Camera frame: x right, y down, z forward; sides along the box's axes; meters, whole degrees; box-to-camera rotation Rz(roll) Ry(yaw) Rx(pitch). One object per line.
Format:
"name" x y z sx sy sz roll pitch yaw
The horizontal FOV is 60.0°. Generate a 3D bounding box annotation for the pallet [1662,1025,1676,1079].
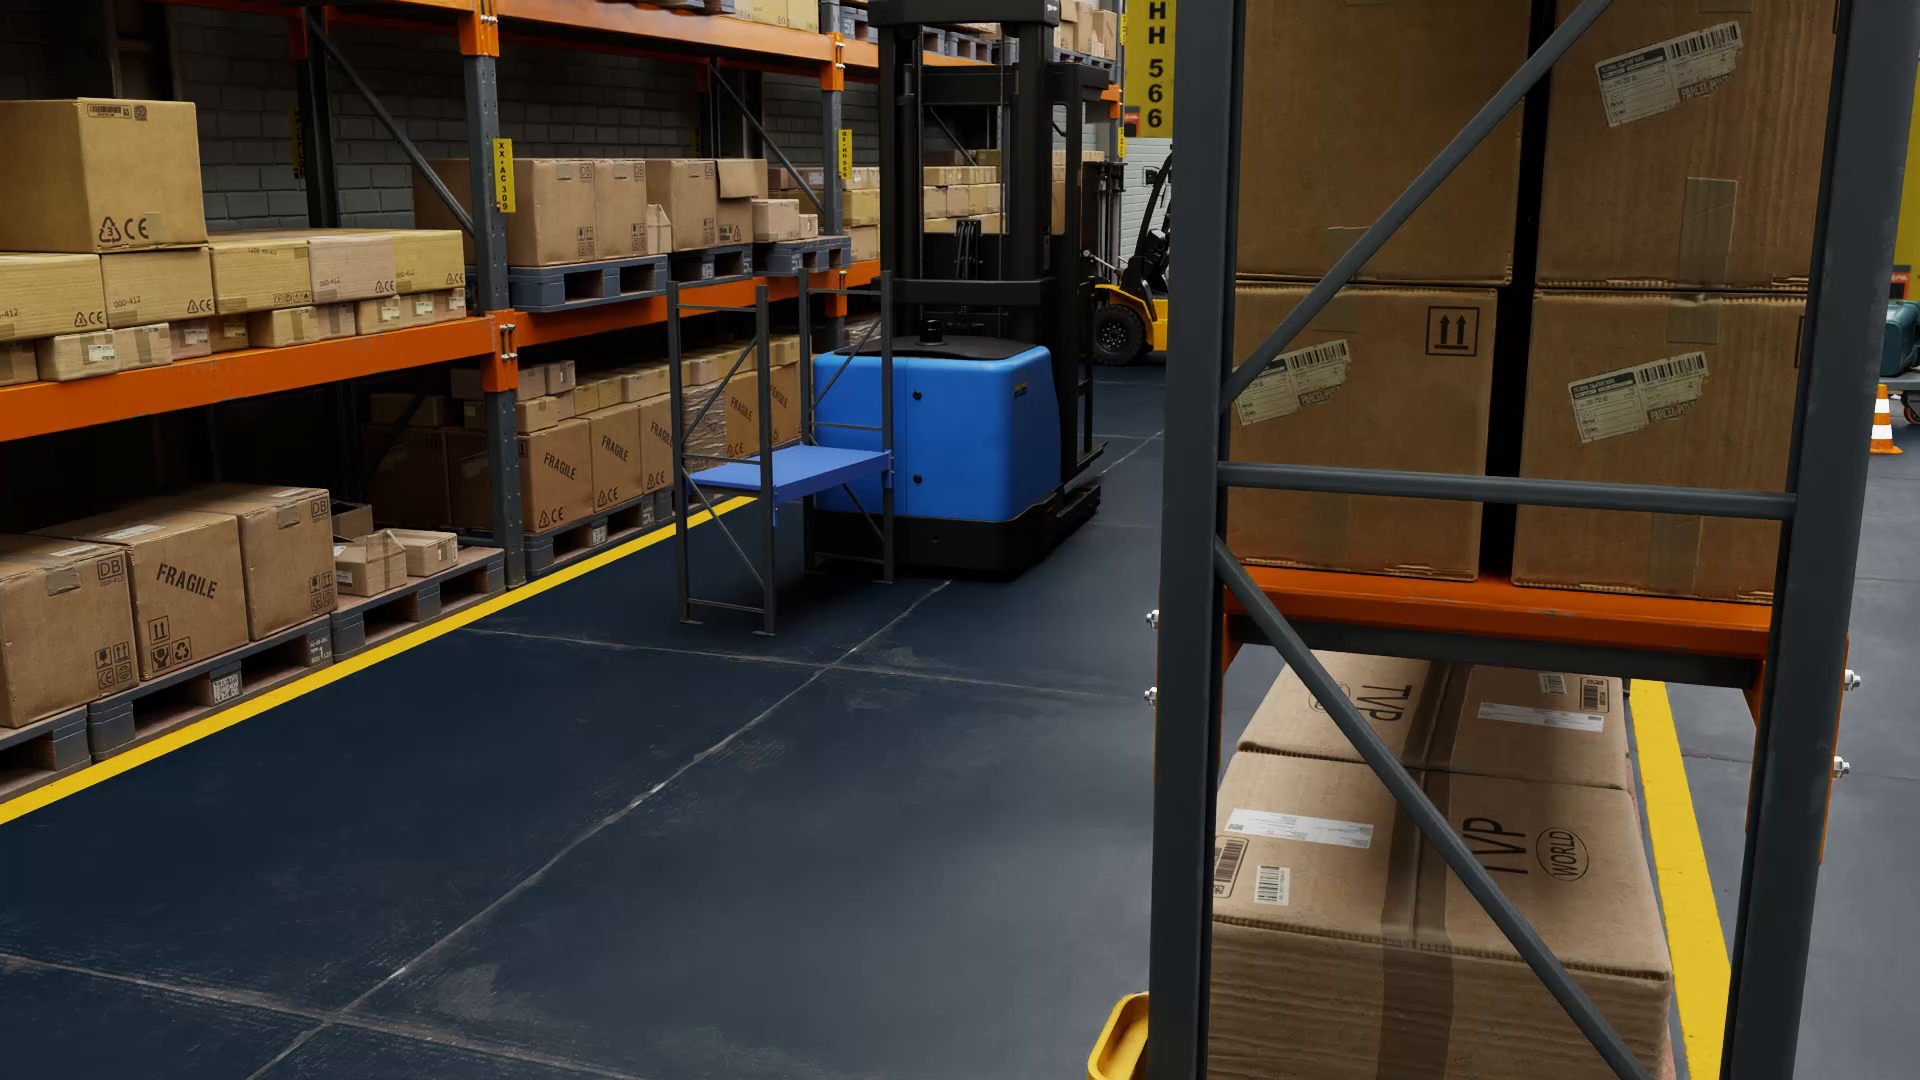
"pallet" 1.001 1.115 3.627 1.003 0.211 1.213 4 14 18

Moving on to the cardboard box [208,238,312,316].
"cardboard box" -2.844 -1.006 6.321 0.500 0.250 0.500 4 14 18

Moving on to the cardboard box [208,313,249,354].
"cardboard box" -2.933 -0.793 6.286 0.380 0.149 0.250 5 14 19

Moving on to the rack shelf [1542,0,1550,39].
"rack shelf" 2.757 -2.445 7.836 1.077 0.370 4.000 4 14 18

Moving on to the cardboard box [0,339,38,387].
"cardboard box" -3.205 -0.574 5.325 0.380 0.149 0.250 5 14 19

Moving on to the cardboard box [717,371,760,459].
"cardboard box" -1.565 -0.778 10.329 0.500 0.500 0.500 5 14 21

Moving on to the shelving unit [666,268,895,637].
"shelving unit" -0.782 -0.442 7.553 0.538 1.500 1.048 7 14 27

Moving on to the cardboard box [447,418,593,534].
"cardboard box" -2.218 -0.341 8.414 0.500 0.500 0.500 5 14 21

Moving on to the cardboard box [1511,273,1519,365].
"cardboard box" 1.711 -0.881 5.883 0.500 0.500 0.500 5 14 20

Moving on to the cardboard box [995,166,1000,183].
"cardboard box" 0.353 -3.367 15.315 0.380 0.149 0.250 4 13 18

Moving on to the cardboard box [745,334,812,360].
"cardboard box" -1.214 -1.291 11.121 0.380 0.149 0.250 4 13 16

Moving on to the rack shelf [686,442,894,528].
"rack shelf" -0.782 -0.266 7.593 0.538 0.185 1.000 7 14 27

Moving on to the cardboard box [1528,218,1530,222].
"cardboard box" 2.023 -1.193 6.689 0.500 0.250 0.500 4 14 18

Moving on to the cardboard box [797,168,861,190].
"cardboard box" -0.912 -2.522 11.615 0.380 0.149 0.250 5 14 20

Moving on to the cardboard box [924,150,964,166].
"cardboard box" -0.182 -3.552 15.460 0.380 0.149 0.250 4 14 19

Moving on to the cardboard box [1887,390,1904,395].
"cardboard box" 8.229 -1.423 14.627 0.396 0.266 0.258 7 15 28

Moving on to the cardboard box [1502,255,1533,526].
"cardboard box" 1.380 -0.308 3.371 0.500 0.500 0.500 4 13 18

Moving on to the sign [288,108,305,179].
"sign" -3.114 -1.873 7.850 0.100 0.325 0.005 4 14 18

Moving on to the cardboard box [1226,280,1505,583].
"cardboard box" 0.722 -0.240 3.072 0.500 0.500 0.500 4 14 19

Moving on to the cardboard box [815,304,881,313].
"cardboard box" -0.657 -1.569 13.512 0.875 0.625 0.625 4 13 16

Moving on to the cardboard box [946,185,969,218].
"cardboard box" -0.247 -2.786 13.668 0.500 0.250 0.500 5 14 20

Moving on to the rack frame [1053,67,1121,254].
"rack frame" 1.295 -3.796 18.877 1.000 3.000 0.127 4 14 18

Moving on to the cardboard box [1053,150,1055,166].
"cardboard box" 0.726 -3.786 16.484 0.380 0.149 0.250 4 14 18

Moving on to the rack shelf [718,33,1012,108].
"rack shelf" -0.646 -3.644 13.088 1.077 0.370 4.000 4 14 18

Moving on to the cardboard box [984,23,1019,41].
"cardboard box" 0.433 -4.619 15.141 0.380 0.149 0.250 5 14 20

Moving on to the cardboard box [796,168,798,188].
"cardboard box" -1.401 -2.622 12.054 0.380 0.149 0.250 5 14 20

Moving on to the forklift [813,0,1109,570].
"forklift" 0.188 -1.563 9.248 1.130 2.935 3.031 4 13 17

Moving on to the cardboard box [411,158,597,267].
"cardboard box" -2.219 -1.608 8.125 0.700 0.500 0.500 5 14 20

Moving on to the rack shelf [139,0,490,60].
"rack shelf" -3.235 -1.960 5.708 1.077 0.370 4.000 4 14 18

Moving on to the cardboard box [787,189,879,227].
"cardboard box" -0.895 -2.356 11.783 0.500 0.250 0.500 4 14 18

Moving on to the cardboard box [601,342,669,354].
"cardboard box" -2.049 -1.164 10.561 0.380 0.149 0.250 4 13 16

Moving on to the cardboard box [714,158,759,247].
"cardboard box" -1.647 -2.009 9.875 0.797 0.503 0.637 4 13 17

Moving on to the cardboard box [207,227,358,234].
"cardboard box" -3.003 -1.256 7.419 0.500 0.250 0.500 4 14 18

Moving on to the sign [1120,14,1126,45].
"sign" 1.804 -5.609 18.269 0.100 0.325 0.005 4 14 18

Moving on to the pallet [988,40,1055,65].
"pallet" 0.252 -4.554 15.658 1.003 0.211 1.213 4 14 18

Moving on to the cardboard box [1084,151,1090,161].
"cardboard box" 1.139 -3.994 17.395 0.380 0.149 0.250 5 14 20

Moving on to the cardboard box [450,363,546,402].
"cardboard box" -2.277 -0.777 8.199 0.380 0.149 0.250 4 13 17

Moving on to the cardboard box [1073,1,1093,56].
"cardboard box" 0.956 -5.241 17.076 0.700 0.500 0.500 4 14 19

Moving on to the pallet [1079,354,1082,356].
"pallet" 0.691 -2.016 17.347 1.003 0.211 1.213 4 14 18

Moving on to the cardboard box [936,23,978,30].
"cardboard box" -0.068 -4.293 13.713 0.380 0.149 0.250 4 14 18

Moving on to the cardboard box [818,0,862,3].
"cardboard box" -0.893 -3.765 11.357 0.380 0.166 0.250 4 14 18

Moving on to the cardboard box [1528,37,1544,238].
"cardboard box" 1.721 -1.010 4.202 0.500 0.500 0.500 4 14 19

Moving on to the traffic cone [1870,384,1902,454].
"traffic cone" 6.475 -0.865 11.739 0.336 0.463 0.334 4 14 18

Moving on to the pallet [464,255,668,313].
"pallet" -2.226 -1.336 8.531 1.003 0.211 1.213 4 14 18

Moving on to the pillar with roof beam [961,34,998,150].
"pillar with roof beam" 4.290 -6.329 16.493 9.100 9.000 0.400 4 14 18

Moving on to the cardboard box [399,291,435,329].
"cardboard box" -2.516 -1.005 7.214 0.380 0.149 0.250 5 14 20

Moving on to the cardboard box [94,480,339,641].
"cardboard box" -2.945 0.069 6.617 0.700 0.500 0.500 4 13 16

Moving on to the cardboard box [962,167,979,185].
"cardboard box" -0.055 -3.062 13.981 0.380 0.149 0.250 4 13 17

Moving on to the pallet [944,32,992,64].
"pallet" -0.272 -4.136 14.057 0.805 0.209 1.217 4 13 16

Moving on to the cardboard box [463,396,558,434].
"cardboard box" -2.220 -0.628 8.213 0.380 0.149 0.250 5 14 21

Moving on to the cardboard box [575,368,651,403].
"cardboard box" -1.939 -0.855 9.209 0.380 0.149 0.250 4 14 18

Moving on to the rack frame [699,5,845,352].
"rack frame" -1.293 -2.111 11.497 1.000 3.000 0.127 4 14 18

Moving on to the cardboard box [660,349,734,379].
"cardboard box" -1.608 -1.075 10.171 0.380 0.149 0.250 4 13 18

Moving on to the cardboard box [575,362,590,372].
"cardboard box" -2.363 -0.945 9.604 0.380 0.149 0.250 5 14 19

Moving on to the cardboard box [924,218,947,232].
"cardboard box" -0.422 -2.438 13.264 0.500 0.250 0.500 5 14 20
